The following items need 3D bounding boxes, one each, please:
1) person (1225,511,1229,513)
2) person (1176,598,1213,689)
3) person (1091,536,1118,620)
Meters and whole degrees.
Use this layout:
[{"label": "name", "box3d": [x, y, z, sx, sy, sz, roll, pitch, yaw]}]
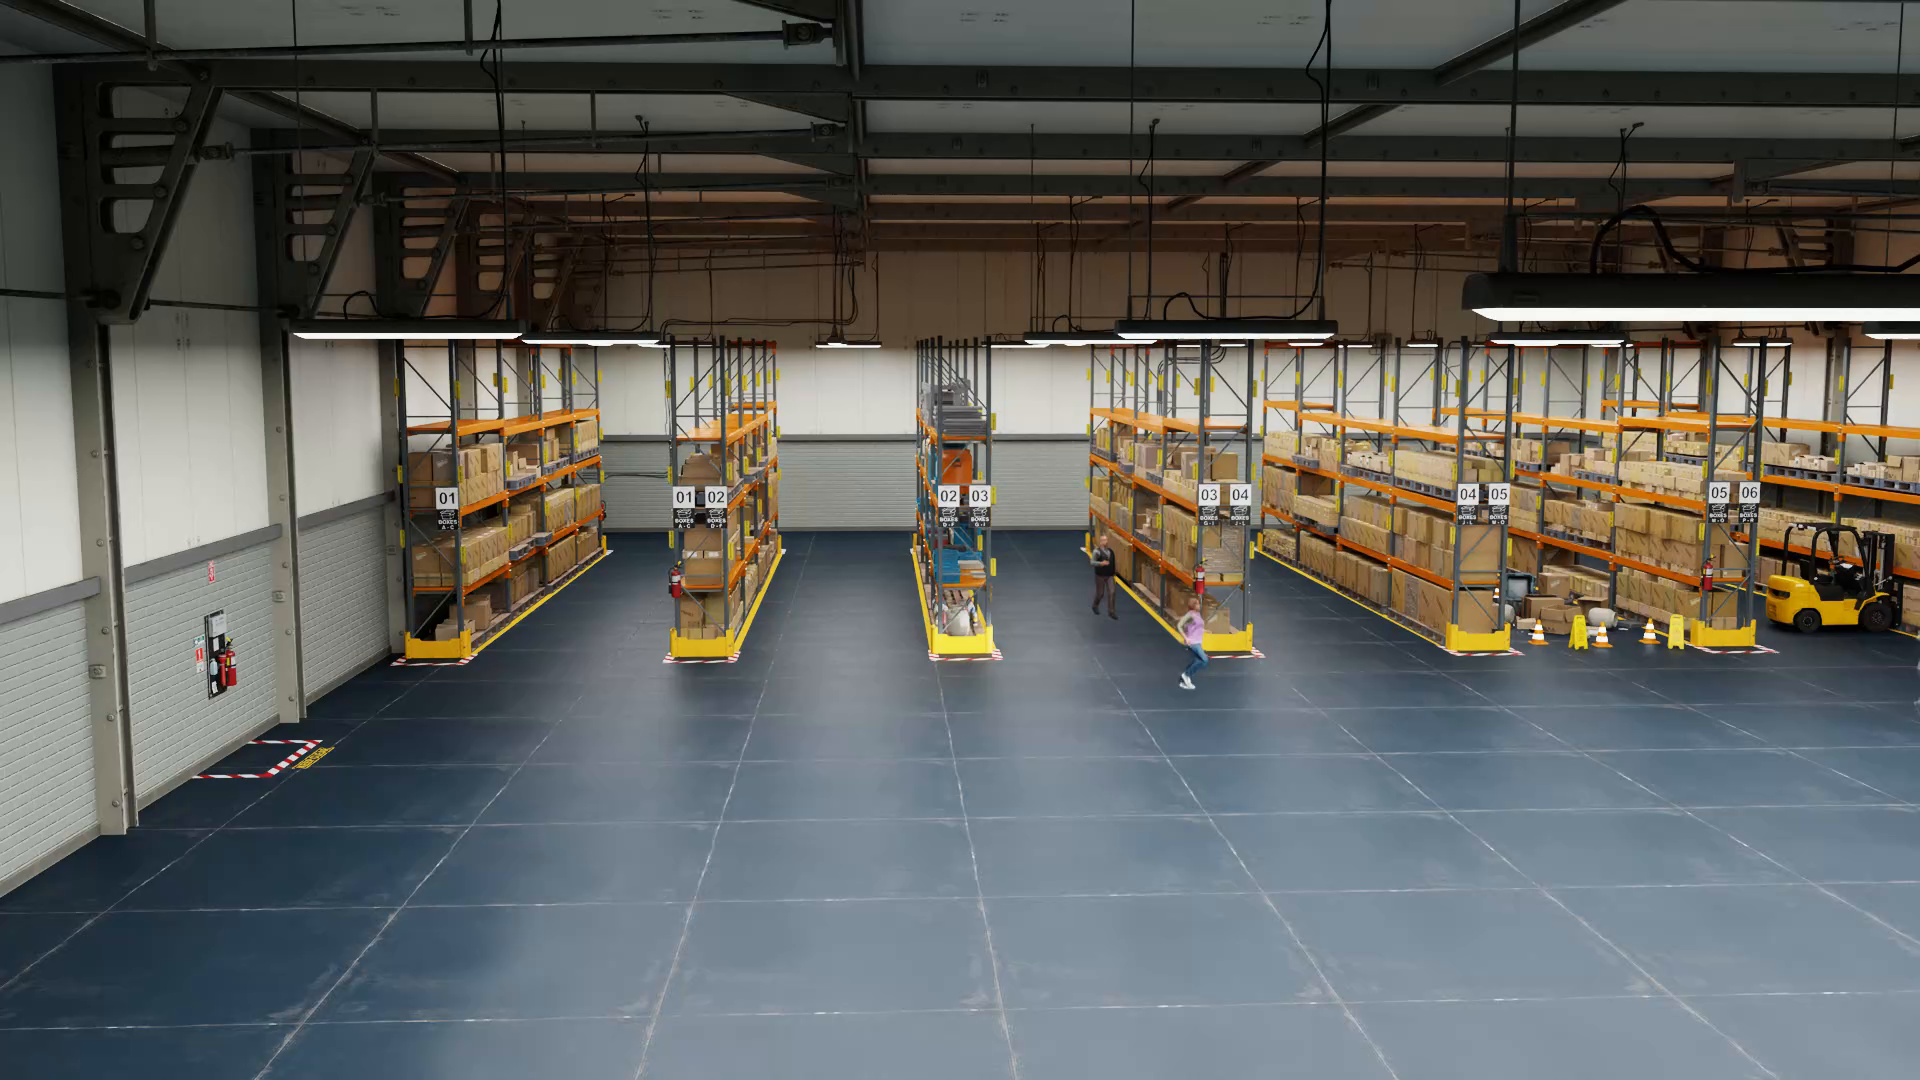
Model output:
[{"label": "person", "box3d": [7.392, -0.545, 47.770, 0.720, 1.688, 0.611, 4, 8, 33]}, {"label": "person", "box3d": [3.976, 1.755, 28.070, 0.591, 1.564, 0.522, 3, 7, 26]}, {"label": "person", "box3d": [3.041, 0.770, 34.873, 0.661, 1.711, 0.906, -2, 7, -20]}]
